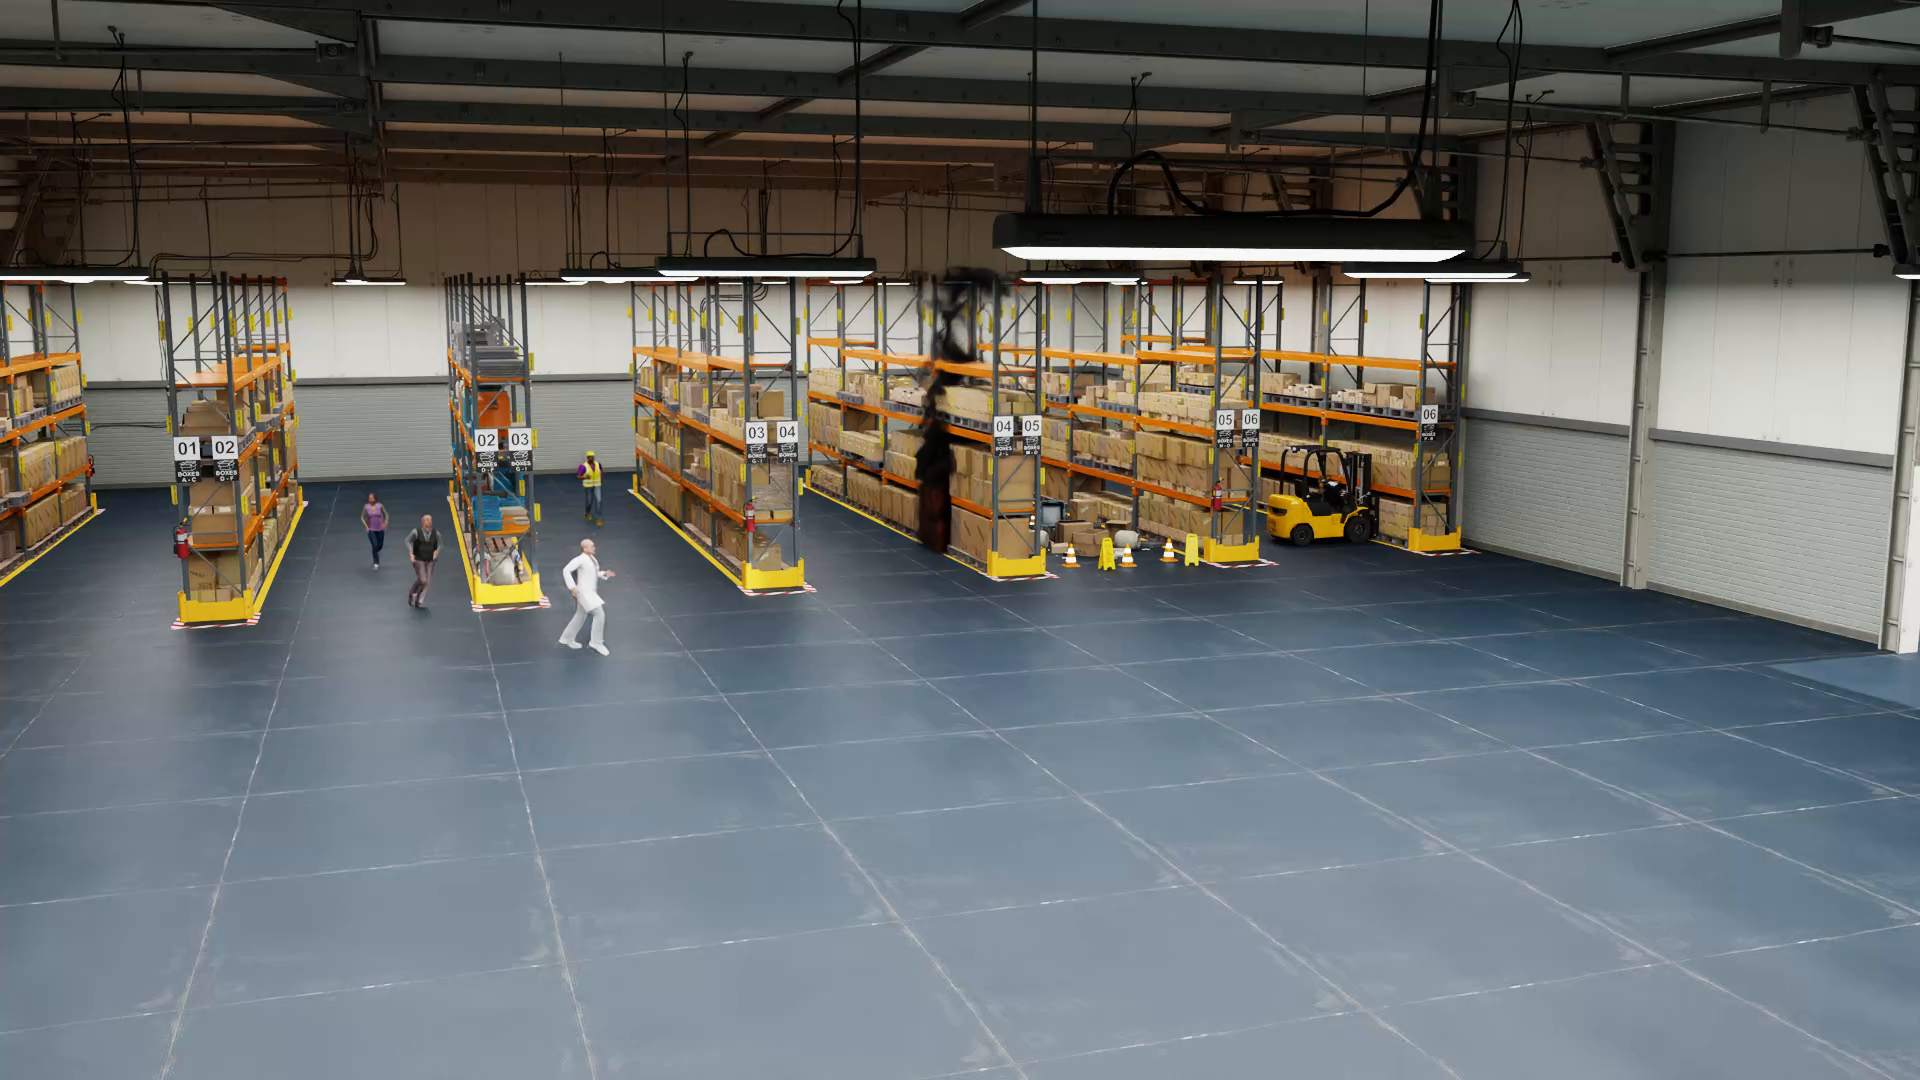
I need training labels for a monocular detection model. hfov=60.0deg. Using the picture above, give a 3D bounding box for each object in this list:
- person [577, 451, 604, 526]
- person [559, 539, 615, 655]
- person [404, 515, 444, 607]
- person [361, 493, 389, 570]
[{"bbox_3d":[-8.997,-1.277,40.604,0.688,1.805,0.910,-4,10,-27],"label":"person"},{"bbox_3d":[-5.898,0.903,26.221,0.937,1.847,0.666,0,9,1],"label":"person"},{"bbox_3d":[-9.628,0.389,30.011,0.670,1.677,0.552,-6,11,-36],"label":"person"},{"bbox_3d":[-12.060,-0.201,34.289,0.546,1.586,0.606,-4,9,-23],"label":"person"}]
